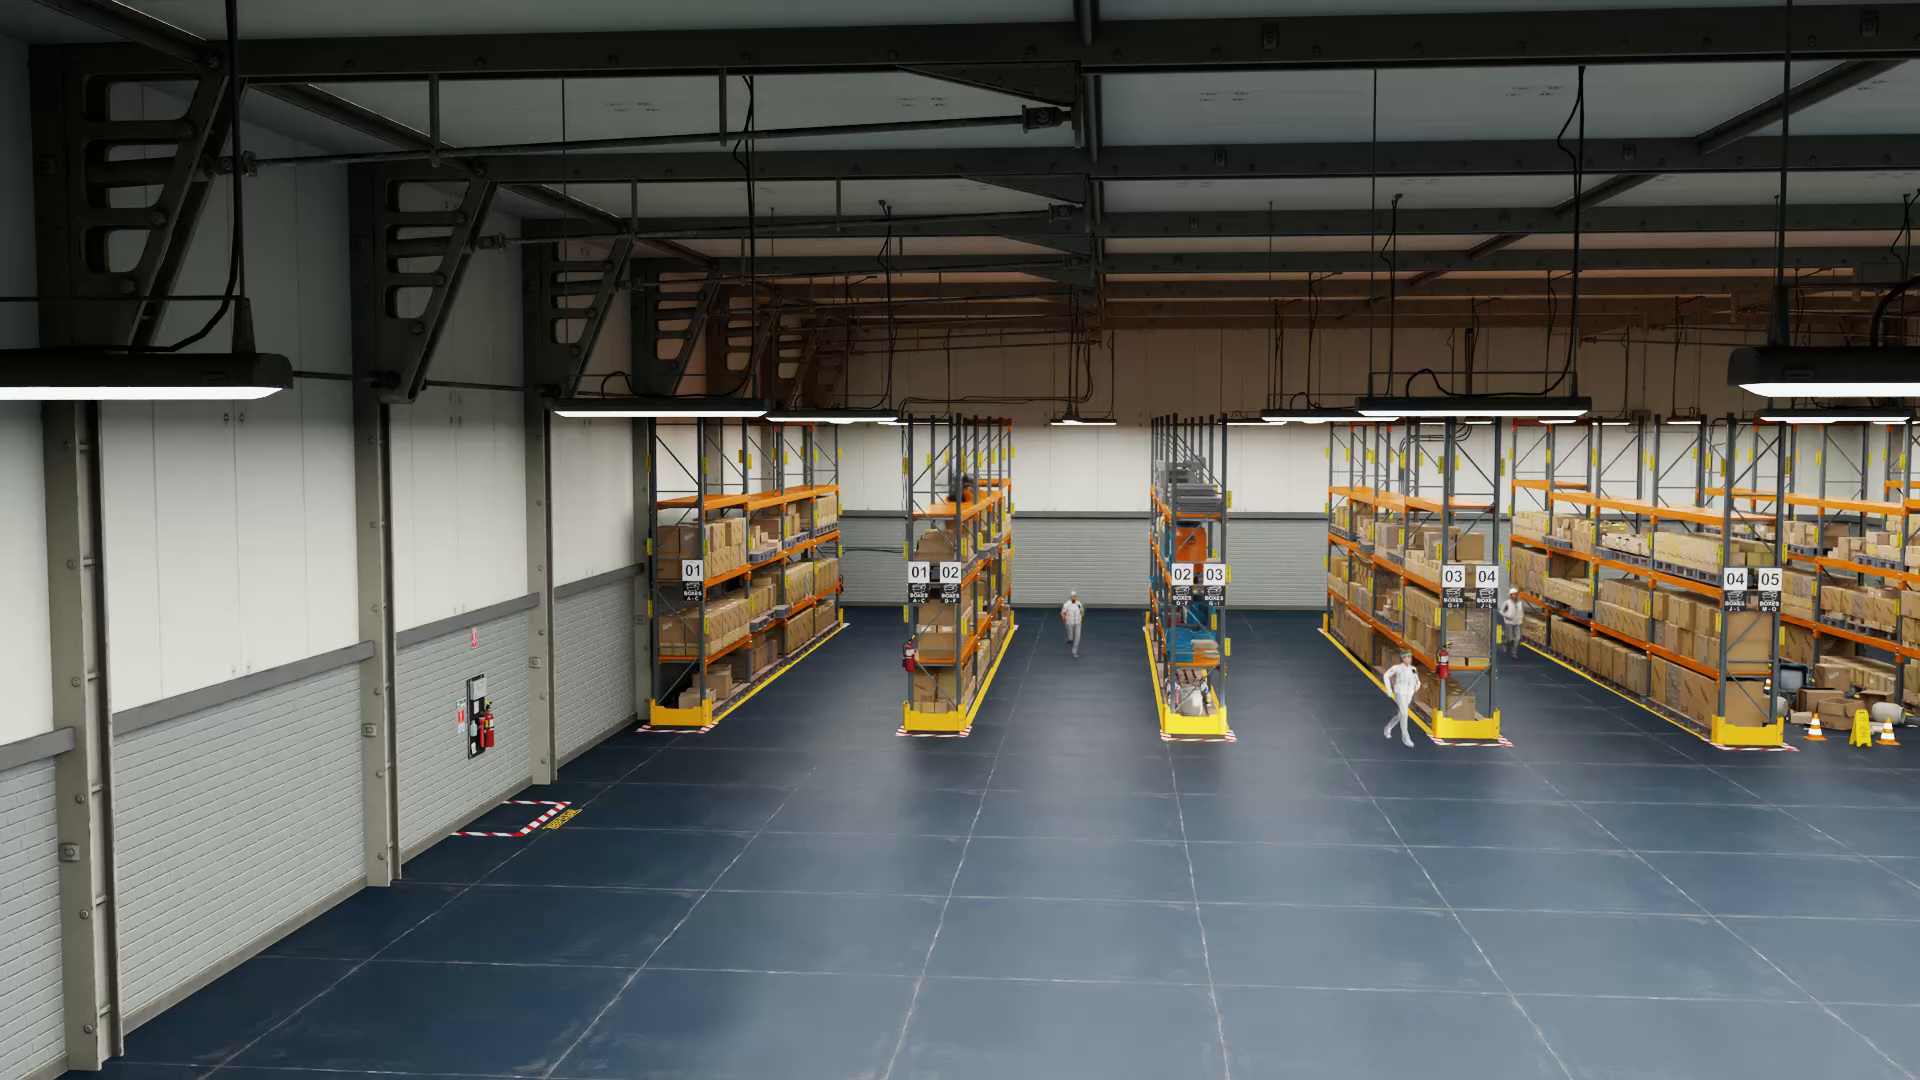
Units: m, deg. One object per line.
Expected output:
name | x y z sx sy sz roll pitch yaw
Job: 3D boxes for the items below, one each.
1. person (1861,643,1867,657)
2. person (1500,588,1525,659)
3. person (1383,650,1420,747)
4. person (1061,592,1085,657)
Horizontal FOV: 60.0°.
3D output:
person | 21.857 2.159 40.245 0.712 1.739 0.653 0 4 2
person | 13.780 2.068 41.442 0.660 1.730 0.658 0 4 -5
person | 8.105 2.841 30.275 0.629 1.686 0.863 -2 4 -21
person | 2.851 2.109 41.867 0.607 1.632 0.596 -1 4 -9
